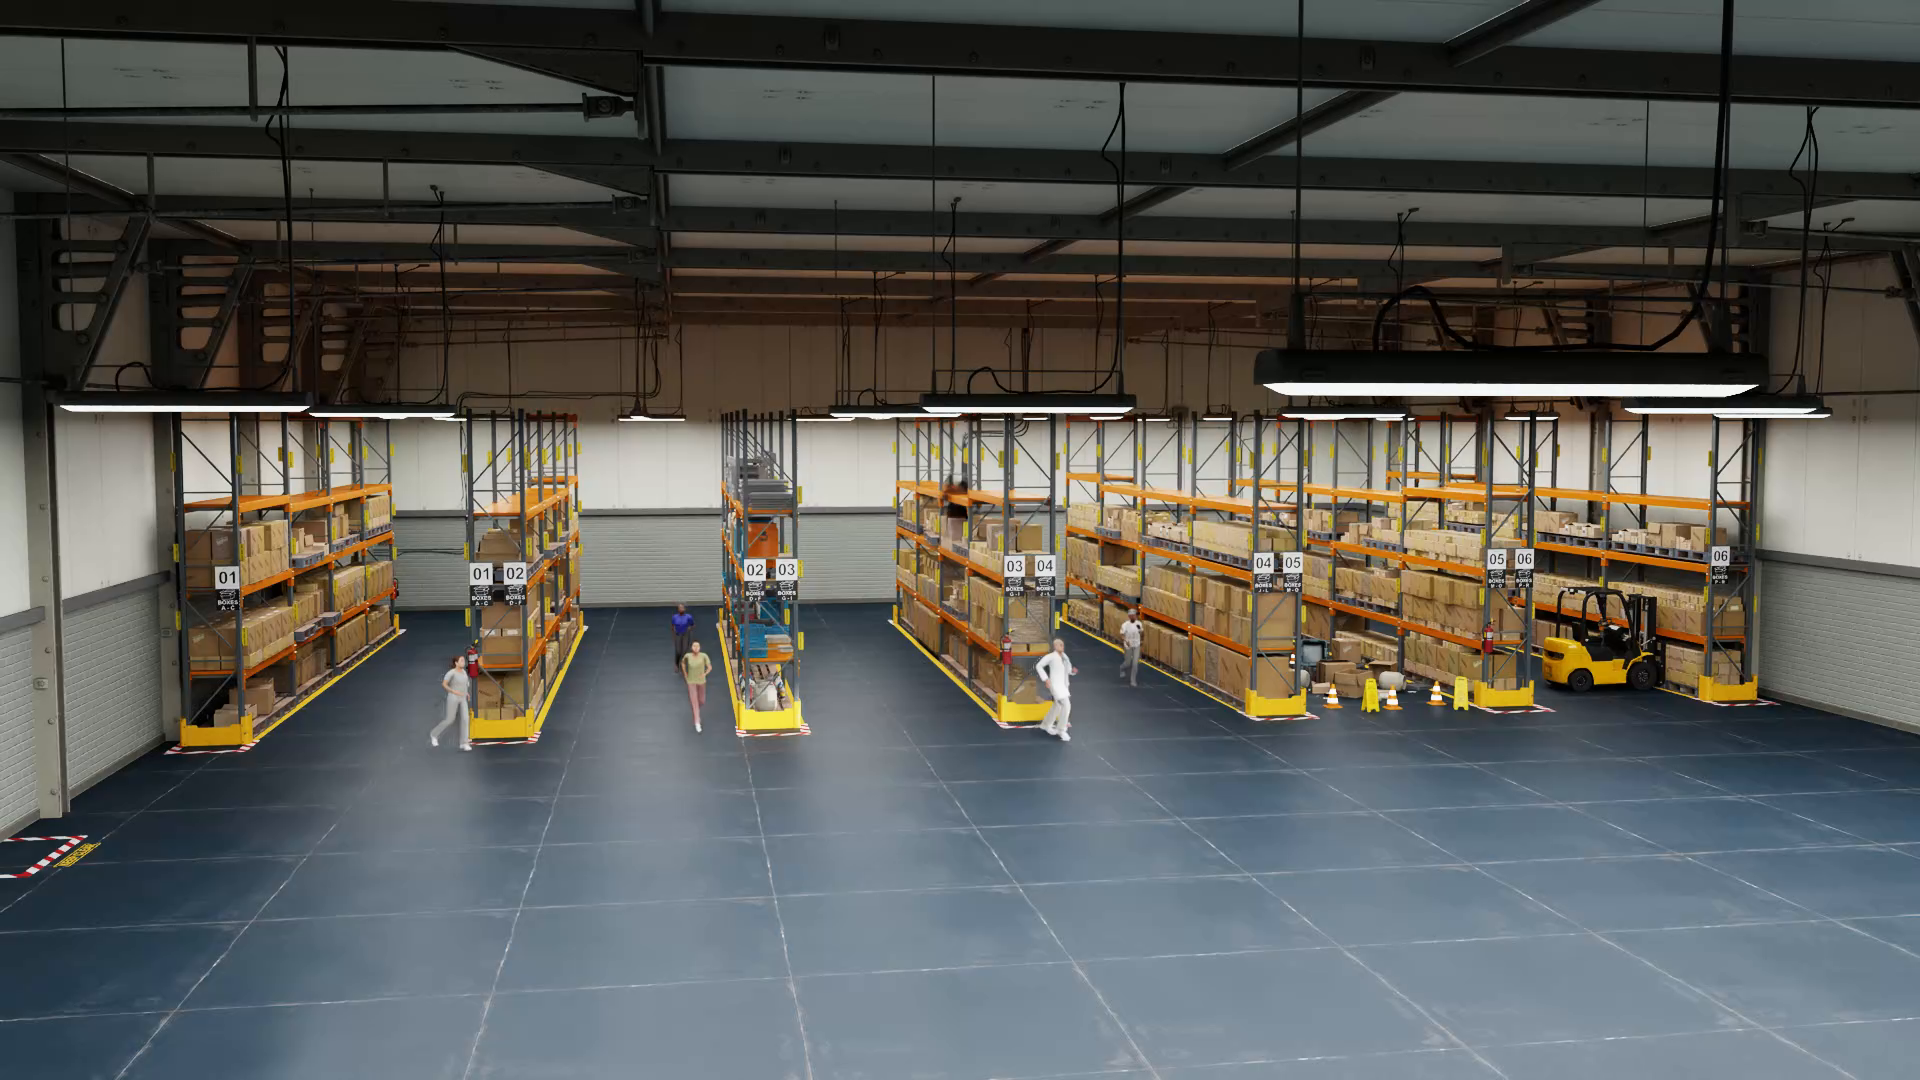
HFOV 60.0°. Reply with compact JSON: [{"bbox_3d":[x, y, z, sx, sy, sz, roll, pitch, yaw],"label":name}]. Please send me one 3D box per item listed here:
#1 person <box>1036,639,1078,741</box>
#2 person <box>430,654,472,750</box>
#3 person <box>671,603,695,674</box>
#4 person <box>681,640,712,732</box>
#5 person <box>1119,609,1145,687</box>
[{"bbox_3d":[1.790,2.721,30.303,0.838,1.838,0.669,3,5,33],"label":"person"},{"bbox_3d":[-8.856,2.838,29.348,0.954,1.635,0.636,2,5,31],"label":"person"},{"bbox_3d":[-6.338,2.259,37.980,0.559,1.621,0.591,0,4,-7],"label":"person"},{"bbox_3d":[-4.973,2.719,31.445,0.540,1.685,1.107,-1,4,-19],"label":"person"},{"bbox_3d":[3.790,2.347,36.616,0.586,1.697,0.769,0,4,-7],"label":"person"}]
